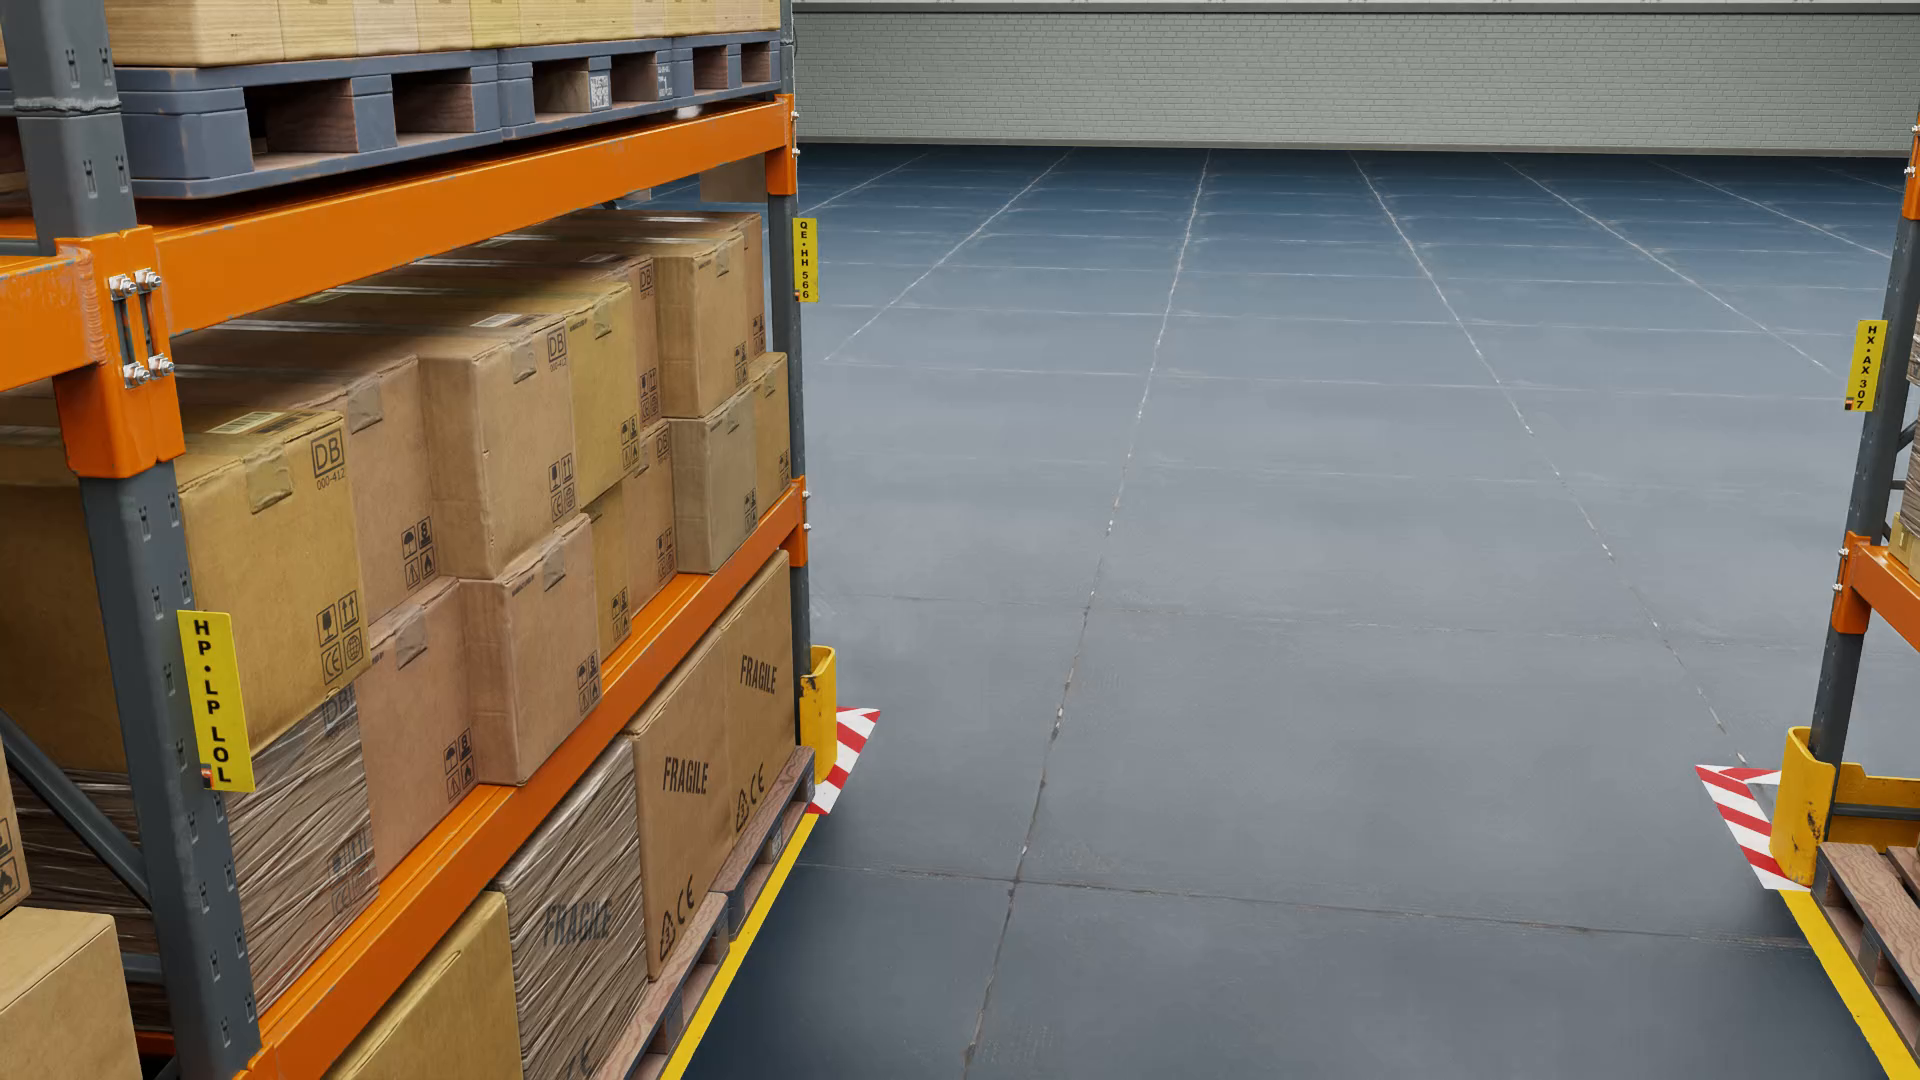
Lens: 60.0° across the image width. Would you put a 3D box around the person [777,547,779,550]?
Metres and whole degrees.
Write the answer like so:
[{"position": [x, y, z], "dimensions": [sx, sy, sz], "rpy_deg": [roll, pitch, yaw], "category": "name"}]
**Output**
[{"position": [-1.234, 0.166, 8.119], "dimensions": [0.841, 1.006, 0.500], "rpy_deg": [3, 18, 9], "category": "person"}]
